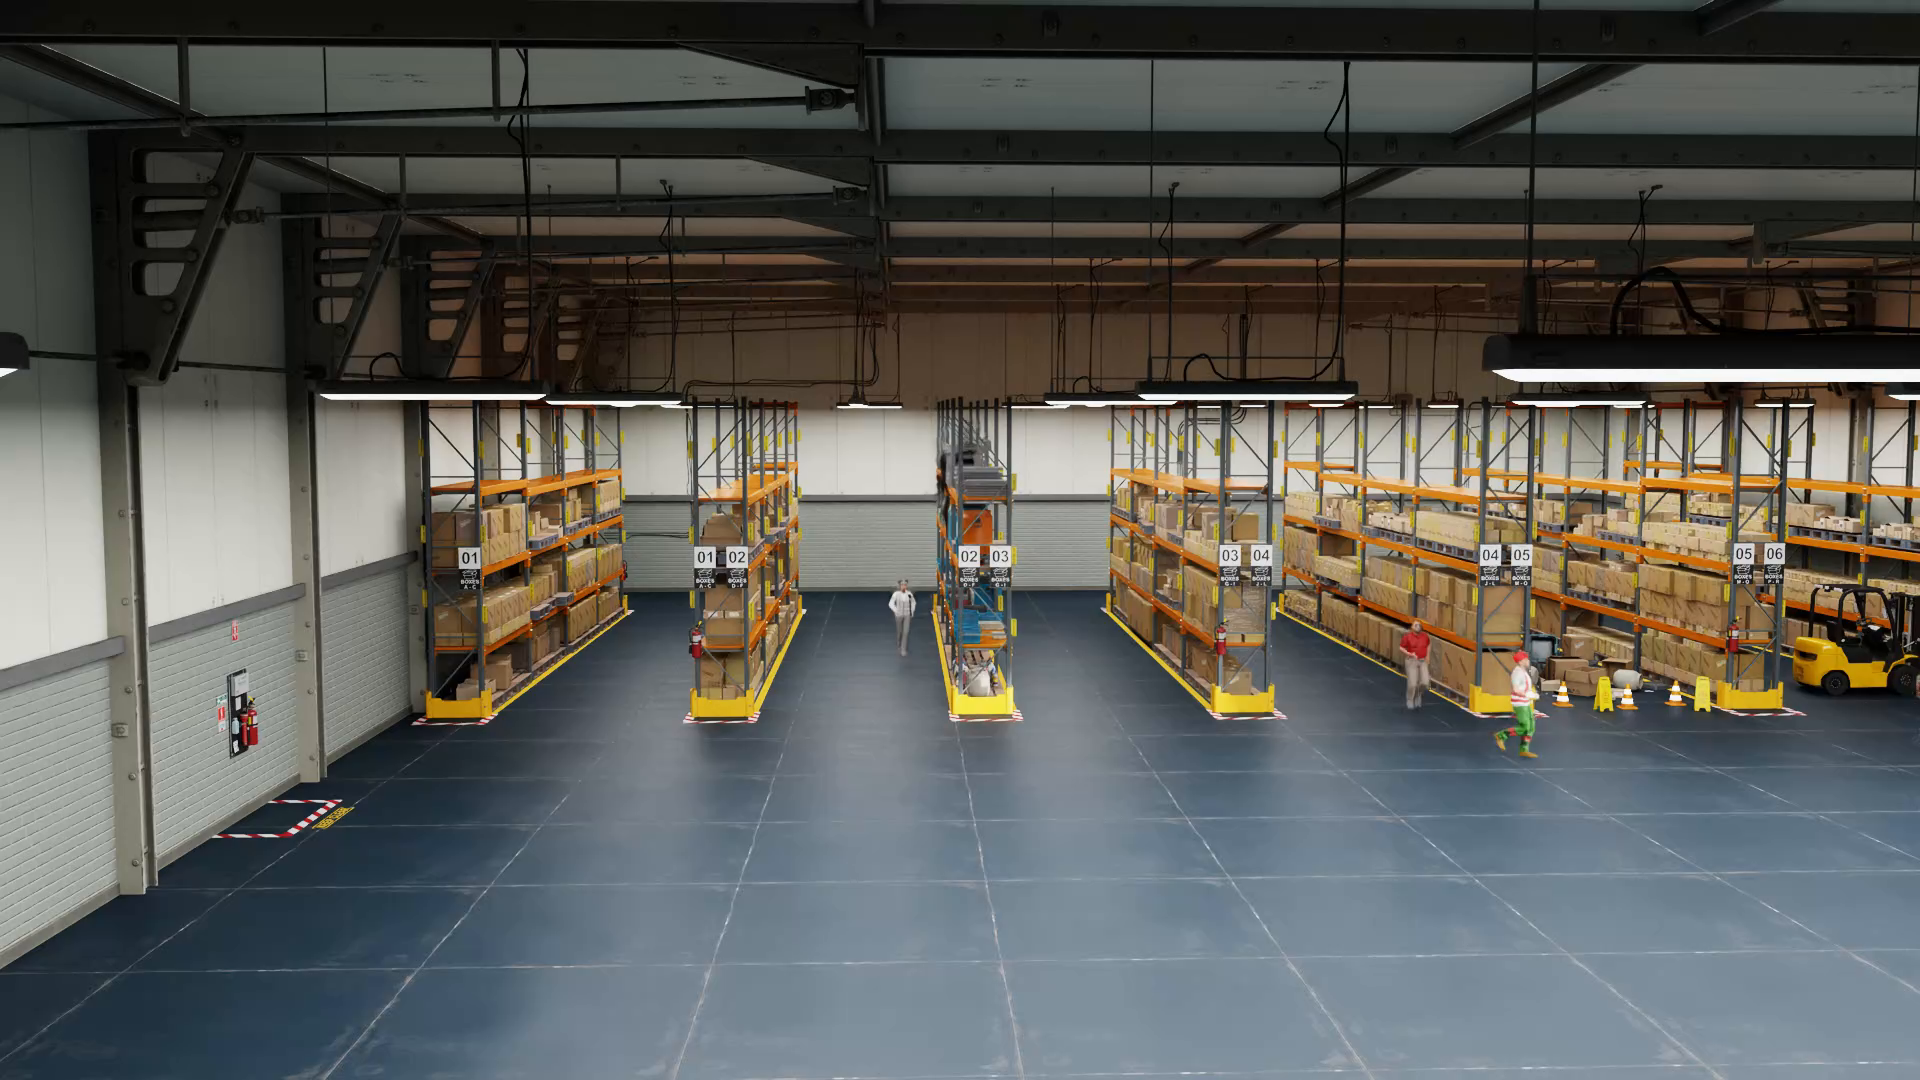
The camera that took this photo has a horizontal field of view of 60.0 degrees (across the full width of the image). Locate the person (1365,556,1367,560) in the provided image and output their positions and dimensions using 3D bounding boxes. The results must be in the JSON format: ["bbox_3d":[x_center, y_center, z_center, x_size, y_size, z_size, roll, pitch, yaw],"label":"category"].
[{"bbox_3d":[11.233,1.264,46.234,0.696,1.666,0.609,0,4,-6],"label":"person"}]

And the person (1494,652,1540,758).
[{"bbox_3d":[9.253,2.718,27.574,0.712,1.748,0.656,2,5,27],"label":"person"}]

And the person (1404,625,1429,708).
[{"bbox_3d":[8.785,2.435,32.034,0.422,1.645,0.501,0,4,-5],"label":"person"}]

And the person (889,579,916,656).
[{"bbox_3d":[-1.284,1.715,37.386,0.623,1.706,0.725,0,4,-6],"label":"person"}]
